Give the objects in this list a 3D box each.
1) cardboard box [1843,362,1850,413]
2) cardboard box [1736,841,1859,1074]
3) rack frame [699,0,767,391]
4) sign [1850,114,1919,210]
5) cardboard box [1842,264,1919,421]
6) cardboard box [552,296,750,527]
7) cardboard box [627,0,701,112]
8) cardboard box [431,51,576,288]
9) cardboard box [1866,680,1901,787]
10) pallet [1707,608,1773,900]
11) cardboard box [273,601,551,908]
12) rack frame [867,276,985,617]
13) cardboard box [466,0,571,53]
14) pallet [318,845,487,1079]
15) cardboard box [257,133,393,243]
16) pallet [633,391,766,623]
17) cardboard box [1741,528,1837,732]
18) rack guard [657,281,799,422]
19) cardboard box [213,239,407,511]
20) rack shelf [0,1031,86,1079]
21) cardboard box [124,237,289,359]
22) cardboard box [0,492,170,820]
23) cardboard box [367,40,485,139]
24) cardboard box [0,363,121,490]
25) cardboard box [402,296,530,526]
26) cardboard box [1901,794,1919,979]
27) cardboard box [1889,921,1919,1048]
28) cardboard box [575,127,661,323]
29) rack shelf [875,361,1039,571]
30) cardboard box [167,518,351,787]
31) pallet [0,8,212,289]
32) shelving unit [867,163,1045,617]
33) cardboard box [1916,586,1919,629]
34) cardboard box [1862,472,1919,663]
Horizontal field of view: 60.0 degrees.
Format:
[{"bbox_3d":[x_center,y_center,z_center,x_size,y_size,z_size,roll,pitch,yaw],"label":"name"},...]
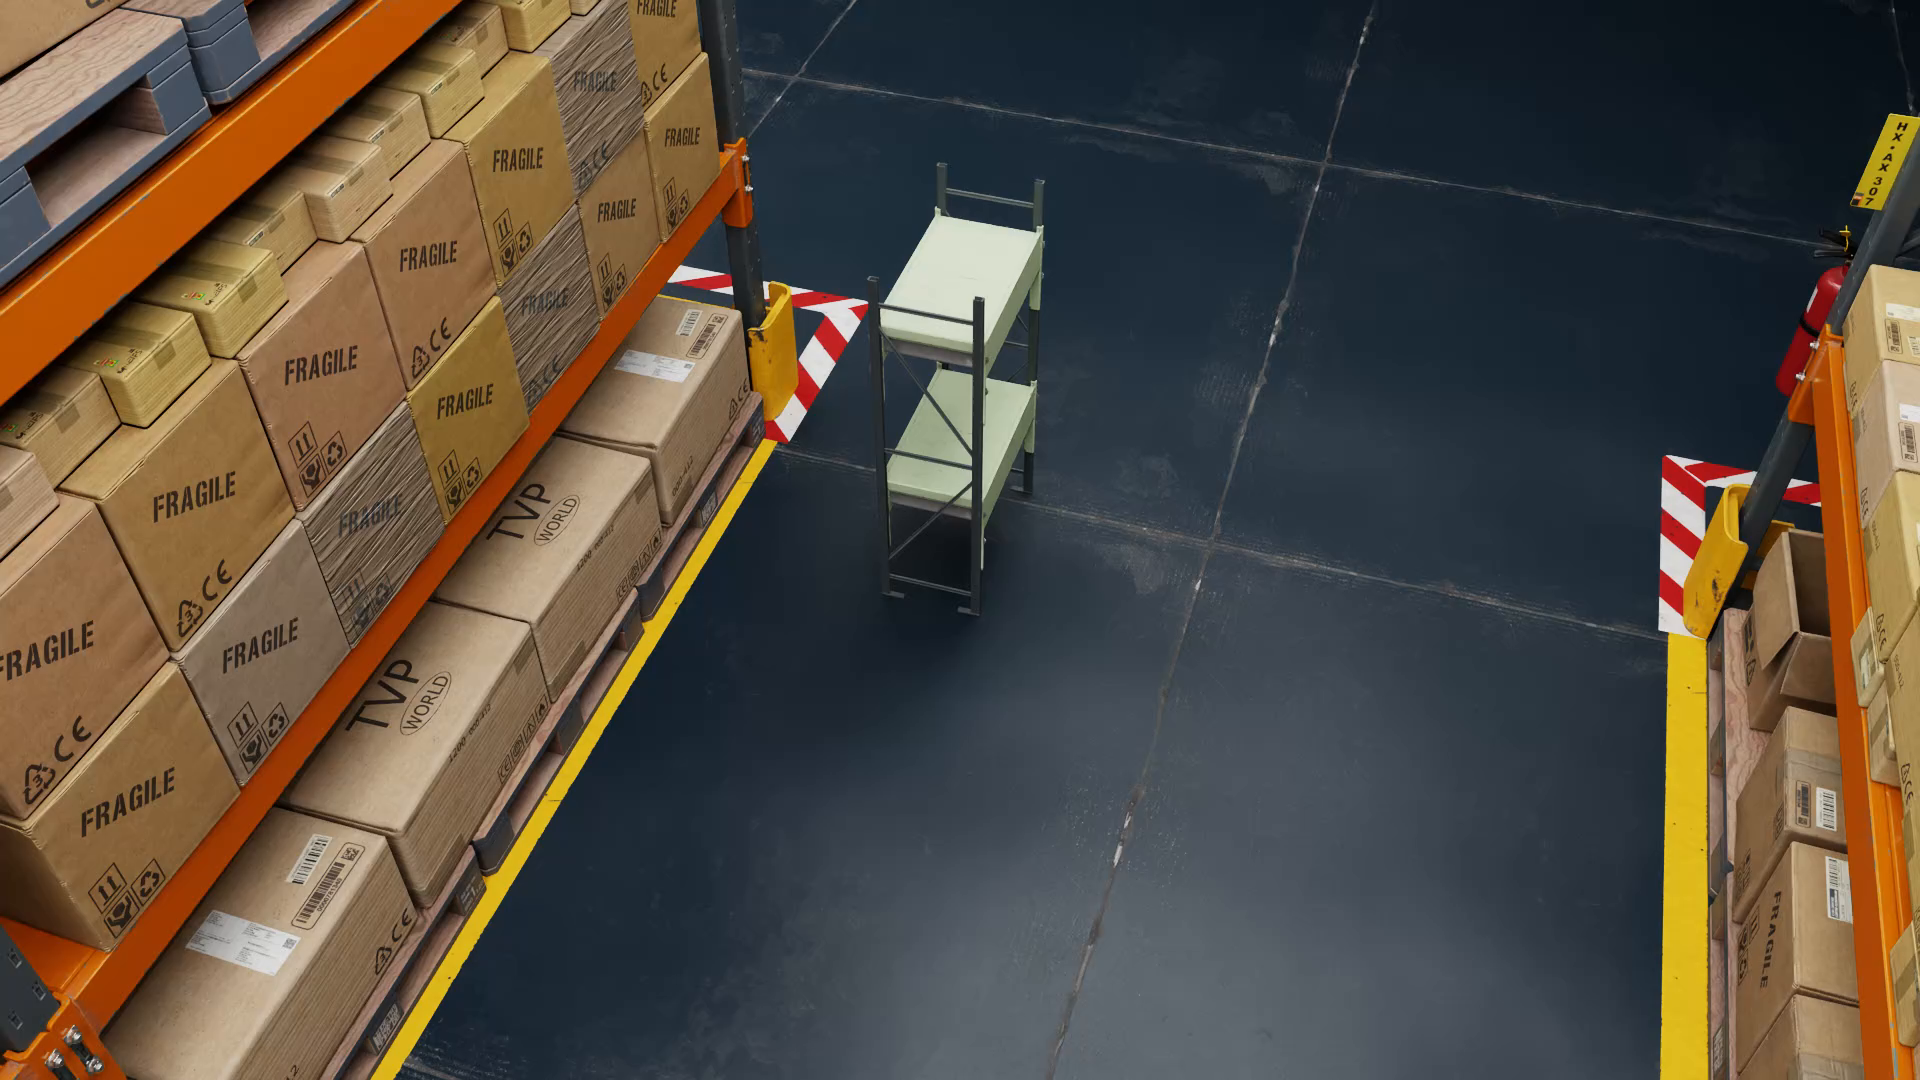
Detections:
[{"bbox_3d":[3.047,-0.501,5.297,0.380,0.149,0.250,12,46,12],"label":"cardboard box"},{"bbox_3d":[2.581,1.272,4.793,0.500,0.500,0.500,13,46,13],"label":"cardboard box"},{"bbox_3d":[-1.323,-1.801,6.446,1.000,3.000,0.127,13,46,13],"label":"rack frame"},{"bbox_3d":[2.891,-1.176,5.188,0.100,0.325,0.005,13,46,13],"label":"sign"},{"bbox_3d":[3.014,-0.559,5.071,0.500,0.250,0.500,13,46,13],"label":"cardboard box"},{"bbox_3d":[-1.428,-0.574,6.724,0.875,0.438,0.875,11,45,11],"label":"cardboard box"},{"bbox_3d":[-1.242,-1.822,5.681,0.500,0.500,0.500,14,46,14],"label":"cardboard box"},{"bbox_3d":[-1.526,-1.139,4.982,0.500,0.500,0.500,12,46,12],"label":"cardboard box"},{"bbox_3d":[2.549,0.527,4.247,0.380,0.149,0.250,14,46,13],"label":"cardboard box"},{"bbox_3d":[3.145,0.827,5.754,1.003,0.211,1.213,13,46,13],"label":"pallet"},{"bbox_3d":[-1.972,0.638,5.485,0.875,0.438,0.875,11,45,11],"label":"cardboard box"},{"bbox_3d":[-0.113,-0.288,5.972,0.400,1.500,0.023,13,46,12],"label":"rack frame"},{"bbox_3d":[-1.409,-1.621,5.011,0.380,0.149,0.250,14,46,13],"label":"cardboard box"},{"bbox_3d":[-2.230,1.372,5.197,1.003,0.211,1.213,13,46,13],"label":"pallet"},{"bbox_3d":[-1.713,-0.926,4.302,0.380,0.149,0.250,13,46,13],"label":"cardboard box"},{"bbox_3d":[-1.491,-0.255,6.859,1.003,0.211,1.213,13,46,13],"label":"pallet"},{"bbox_3d":[3.133,0.378,5.704,0.797,0.503,0.637,11,45,11],"label":"cardboard box"},{"bbox_3d":[-1.316,-0.923,7.336,1.175,0.500,0.348,13,46,13],"label":"rack guard"},{"bbox_3d":[-1.835,-0.468,4.297,0.500,0.500,0.500,13,46,13],"label":"cardboard box"},{"bbox_3d":[-3.140,2.456,2.610,1.077,0.370,4.000,13,46,13],"label":"rack shelf"},{"bbox_3d":[-1.851,-0.592,3.960,0.380,0.149,0.250,11,46,11],"label":"cardboard box"},{"bbox_3d":[-2.160,0.206,3.608,0.500,0.500,0.500,13,46,13],"label":"cardboard box"},{"bbox_3d":[-1.575,-1.282,4.665,0.380,0.149,0.250,14,46,13],"label":"cardboard box"},{"bbox_3d":[-2.092,-0.269,3.630,0.380,0.149,0.250,12,46,12],"label":"cardboard box"},{"bbox_3d":[-1.674,-0.436,4.979,0.500,0.500,0.500,14,46,14],"label":"cardboard box"},{"bbox_3d":[2.420,0.804,3.679,0.500,0.250,0.500,12,46,12],"label":"cardboard box"},{"bbox_3d":[2.323,1.036,3.726,0.380,0.149,0.250,12,46,12],"label":"cardboard box"},{"bbox_3d":[-1.384,-1.128,5.686,0.500,0.500,0.500,12,46,12],"label":"cardboard box"},{"bbox_3d":[-0.002,-0.299,6.449,0.431,0.370,0.720,13,46,12],"label":"rack shelf"},{"bbox_3d":[-1.987,0.238,4.291,0.500,0.500,0.500,13,46,13],"label":"cardboard box"},{"bbox_3d":[-2.277,-0.718,3.258,1.003,0.211,1.213,13,46,13],"label":"pallet"},{"bbox_3d":[-0.002,-0.532,6.221,0.431,1.500,0.755,13,46,12],"label":"shelving unit"},{"bbox_3d":[2.560,0.173,3.787,0.500,0.500,0.500,14,46,14],"label":"cardboard box"},{"bbox_3d":[2.711,0.115,4.382,0.500,0.250,0.500,12,46,12],"label":"cardboard box"}]
